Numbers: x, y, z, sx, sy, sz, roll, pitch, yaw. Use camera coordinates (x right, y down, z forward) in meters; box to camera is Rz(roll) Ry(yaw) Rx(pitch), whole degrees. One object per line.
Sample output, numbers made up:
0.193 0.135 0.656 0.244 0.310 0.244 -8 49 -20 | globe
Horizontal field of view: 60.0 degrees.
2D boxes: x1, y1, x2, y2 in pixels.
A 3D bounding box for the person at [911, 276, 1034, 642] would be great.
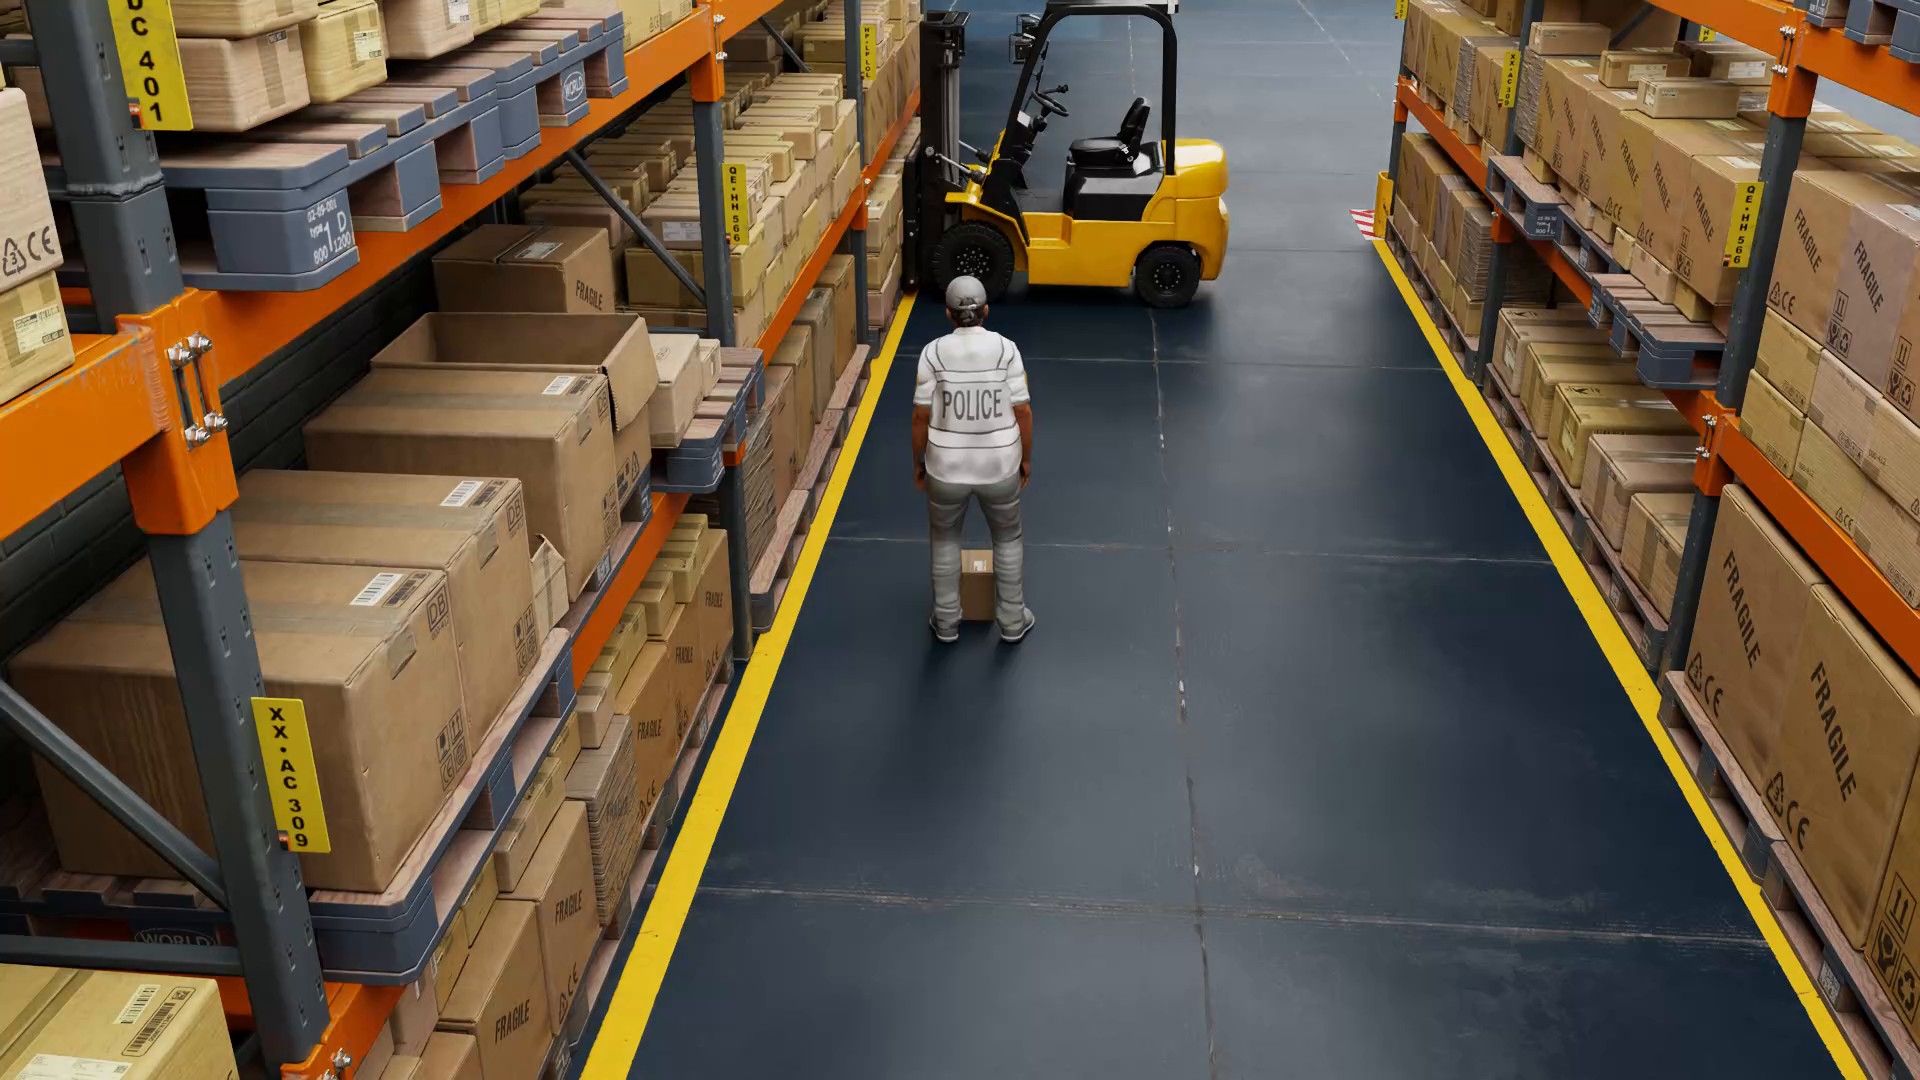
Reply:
0.067 -0.334 7.326 0.560 1.665 0.468 0 25 -1 | person
